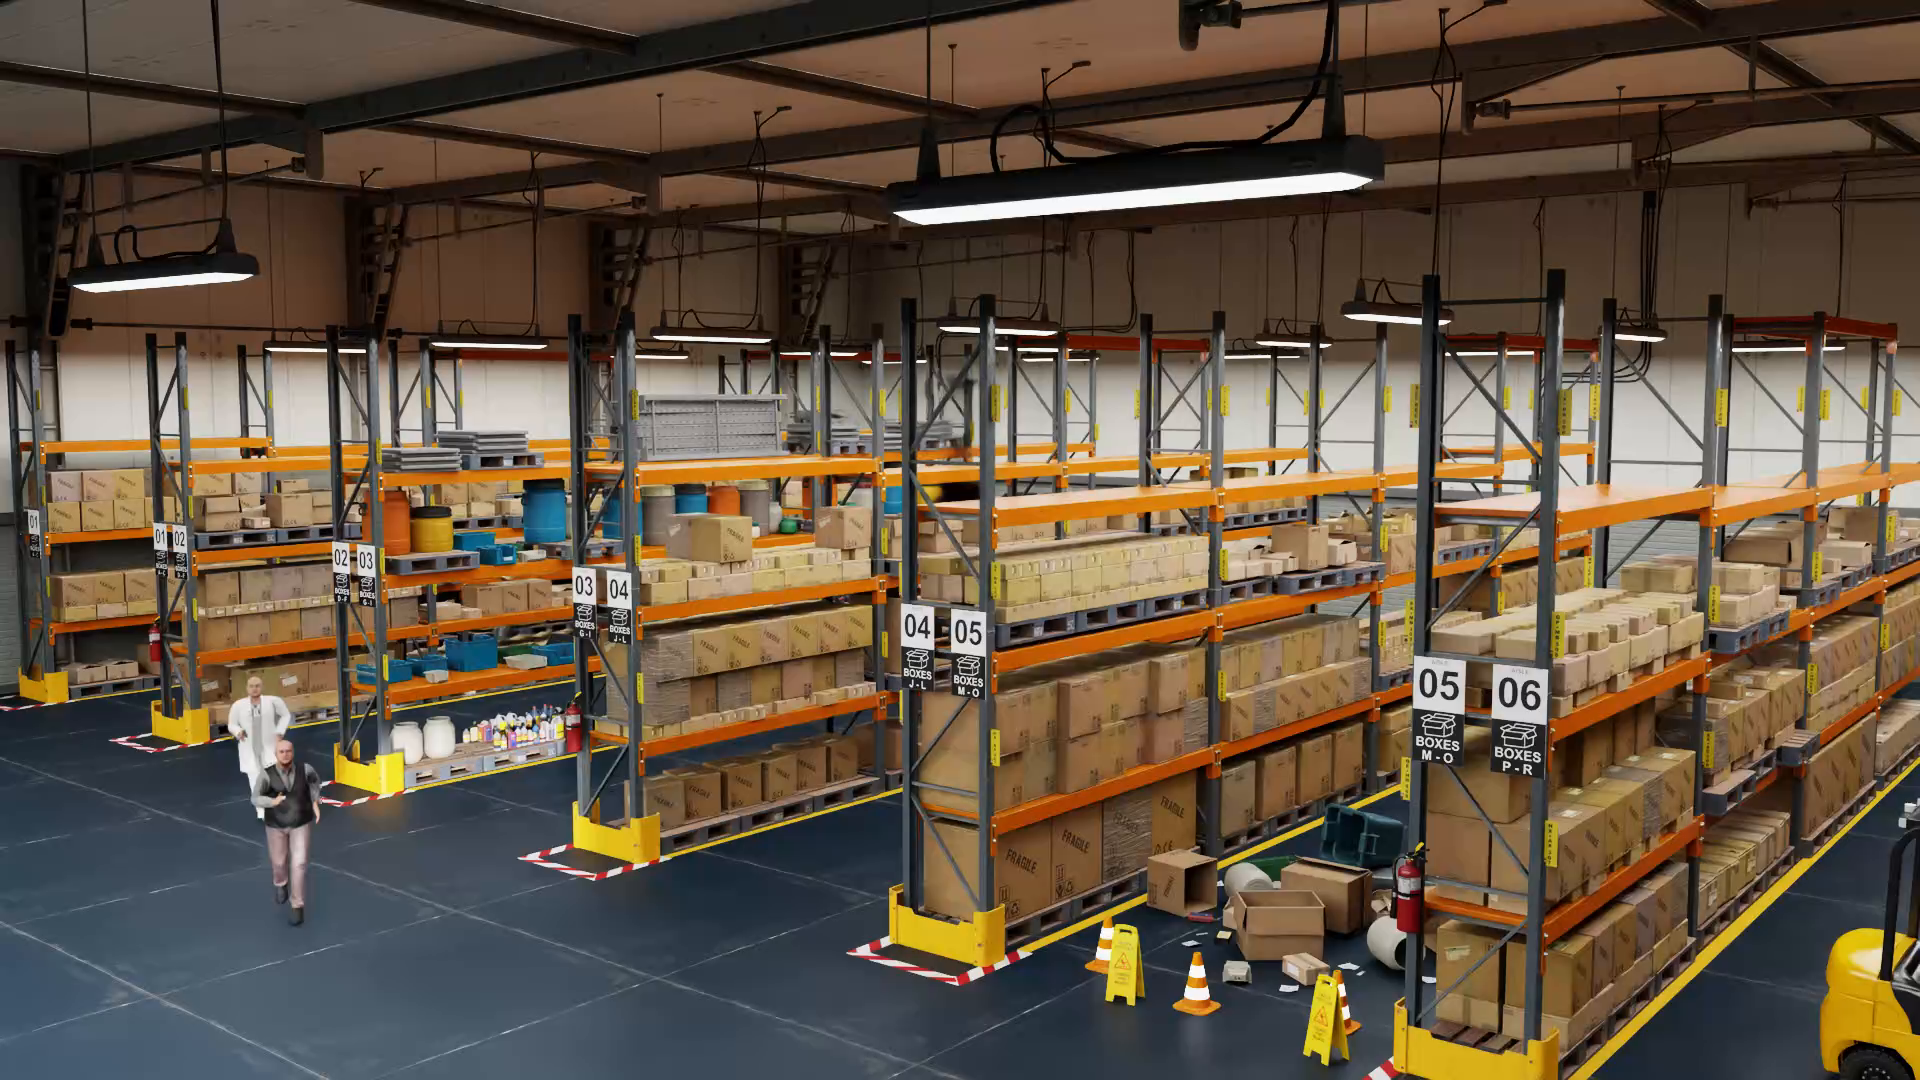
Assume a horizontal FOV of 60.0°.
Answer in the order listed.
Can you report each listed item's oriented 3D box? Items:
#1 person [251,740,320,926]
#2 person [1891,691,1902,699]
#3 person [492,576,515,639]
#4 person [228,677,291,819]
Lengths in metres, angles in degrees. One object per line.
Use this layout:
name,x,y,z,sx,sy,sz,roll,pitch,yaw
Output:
person,-6.599,2.813,16.312,0.644,1.732,0.948,-2,6,-24
person,14.923,1.945,26.929,0.671,1.604,0.505,1,5,15
person,-8.610,1.471,31.607,0.701,1.732,0.680,4,7,40
person,-8.348,2.509,19.810,0.681,1.765,0.719,-2,5,-17
